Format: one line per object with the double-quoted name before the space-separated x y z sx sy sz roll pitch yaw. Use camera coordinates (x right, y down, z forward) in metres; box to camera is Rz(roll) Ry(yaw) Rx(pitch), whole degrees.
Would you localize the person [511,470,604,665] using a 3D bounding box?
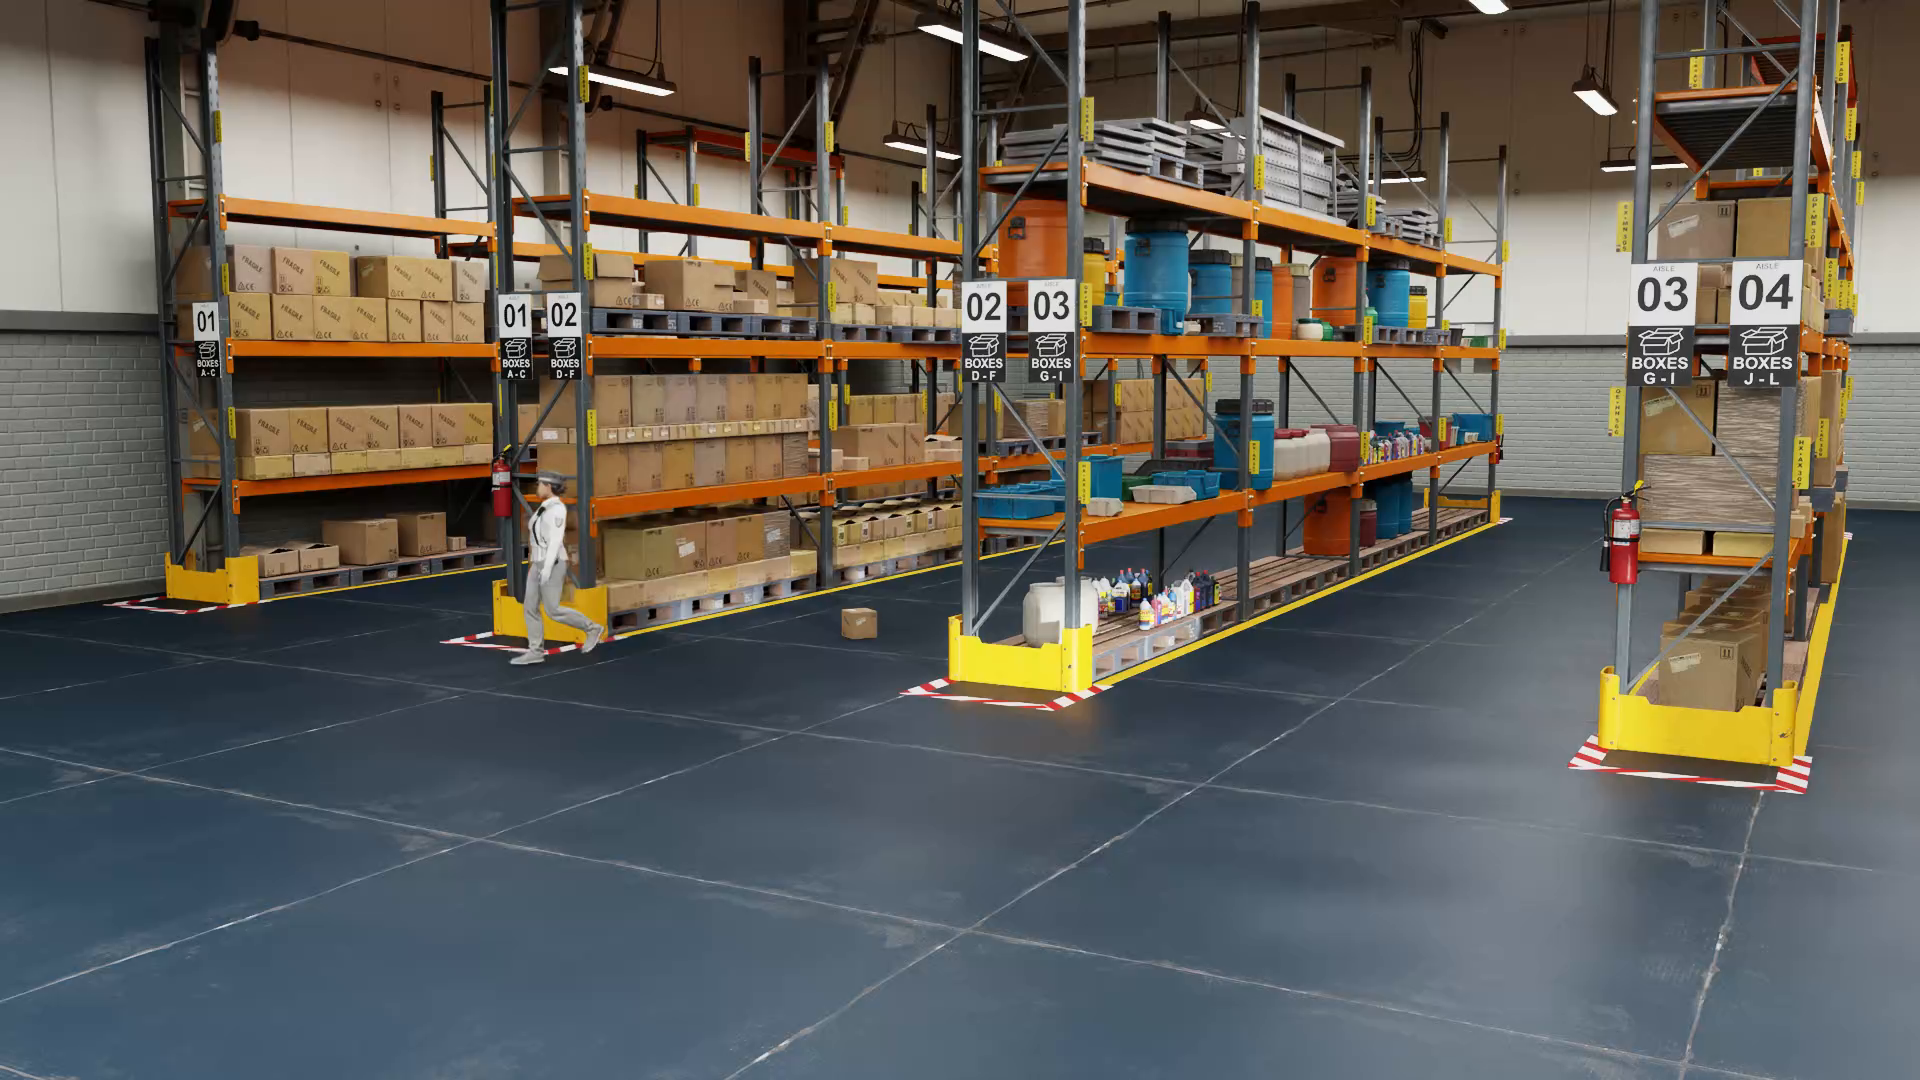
"person" -3.485 0.223 14.214 0.763 1.640 0.495 -3 7 -29
